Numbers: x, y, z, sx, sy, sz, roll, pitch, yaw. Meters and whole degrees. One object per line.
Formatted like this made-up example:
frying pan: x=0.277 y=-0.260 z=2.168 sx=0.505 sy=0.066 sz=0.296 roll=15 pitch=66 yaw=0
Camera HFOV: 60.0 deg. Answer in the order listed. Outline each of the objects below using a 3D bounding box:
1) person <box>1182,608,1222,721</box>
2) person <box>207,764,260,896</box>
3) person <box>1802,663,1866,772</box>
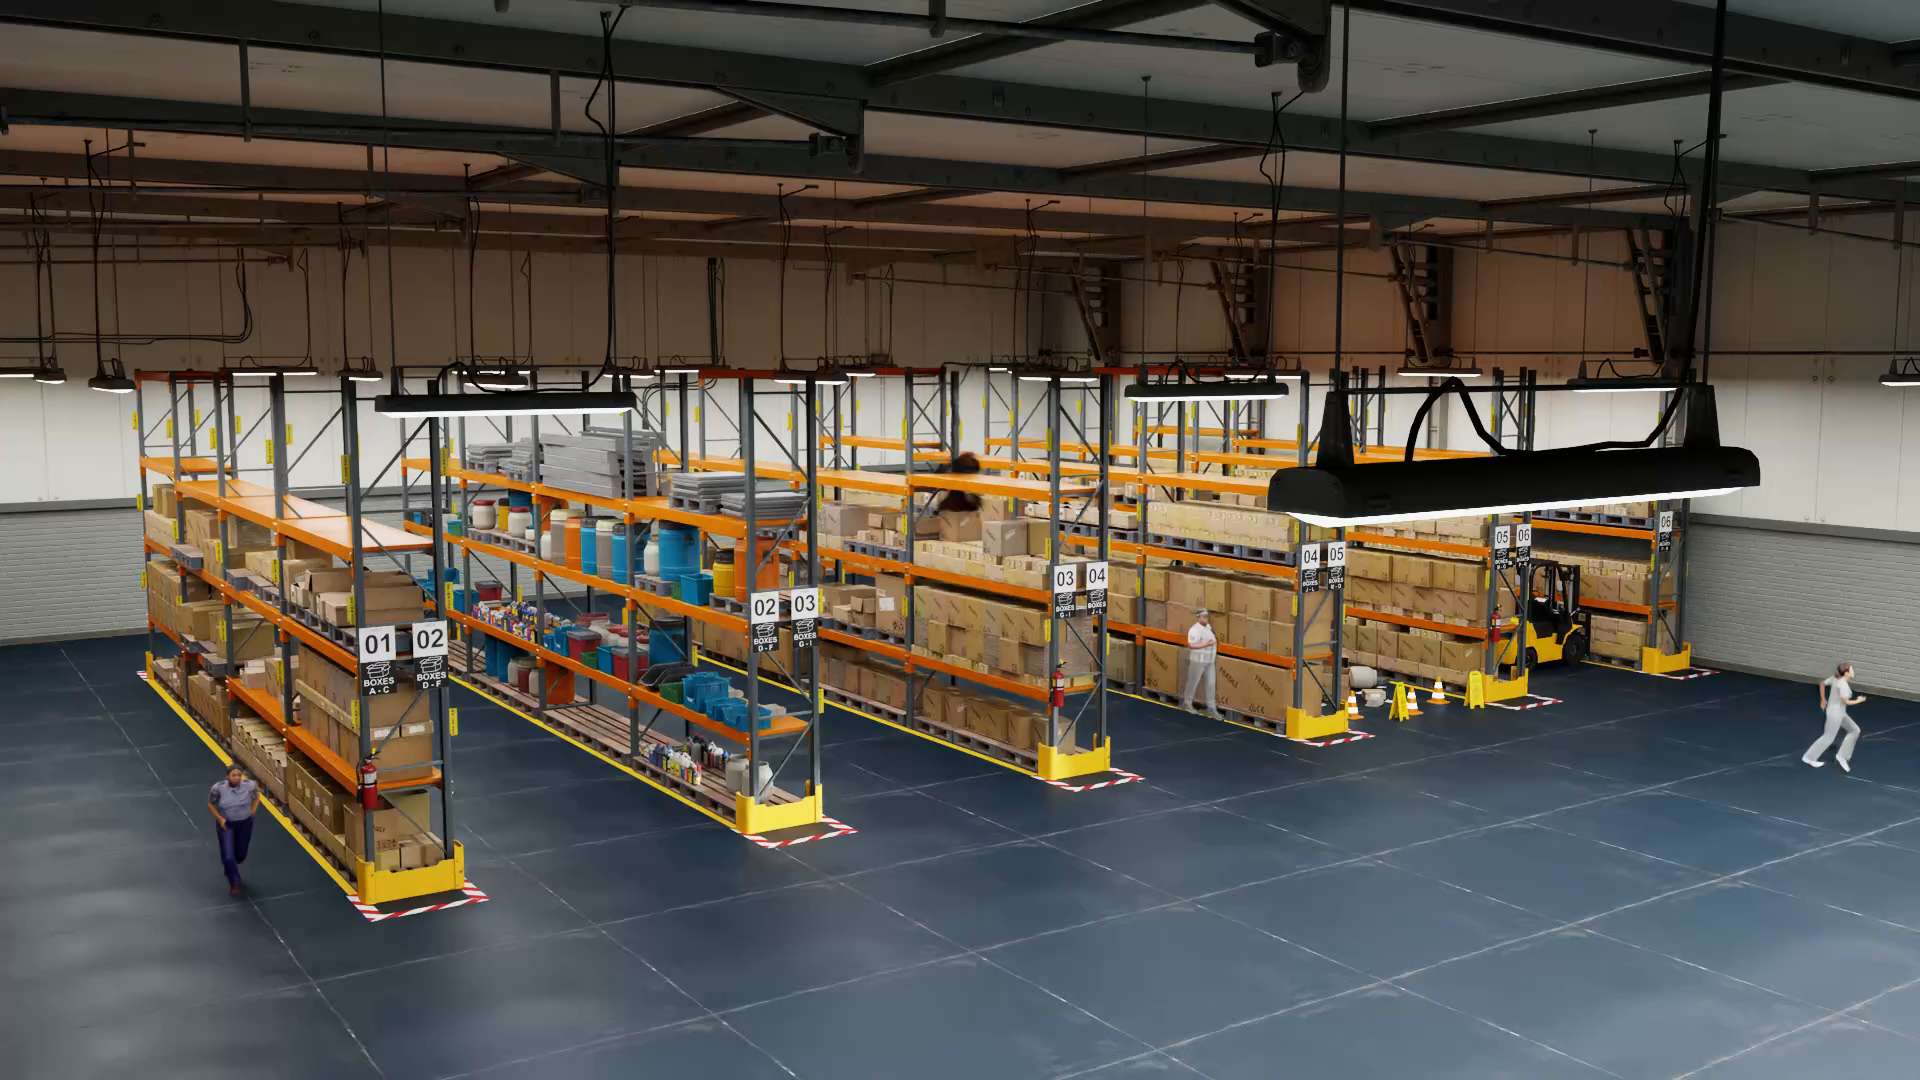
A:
person: x=4.037 y=2.045 z=27.676 sx=0.645 sy=1.863 sz=0.739 roll=-5 pitch=8 yaw=-36
person: x=-8.560 y=3.358 z=19.605 sx=0.580 sy=1.593 sz=0.793 roll=-4 pitch=7 yaw=-31
person: x=13.241 y=2.669 z=25.158 sx=0.794 sy=1.673 sz=0.588 roll=2 pitch=7 yaw=19
